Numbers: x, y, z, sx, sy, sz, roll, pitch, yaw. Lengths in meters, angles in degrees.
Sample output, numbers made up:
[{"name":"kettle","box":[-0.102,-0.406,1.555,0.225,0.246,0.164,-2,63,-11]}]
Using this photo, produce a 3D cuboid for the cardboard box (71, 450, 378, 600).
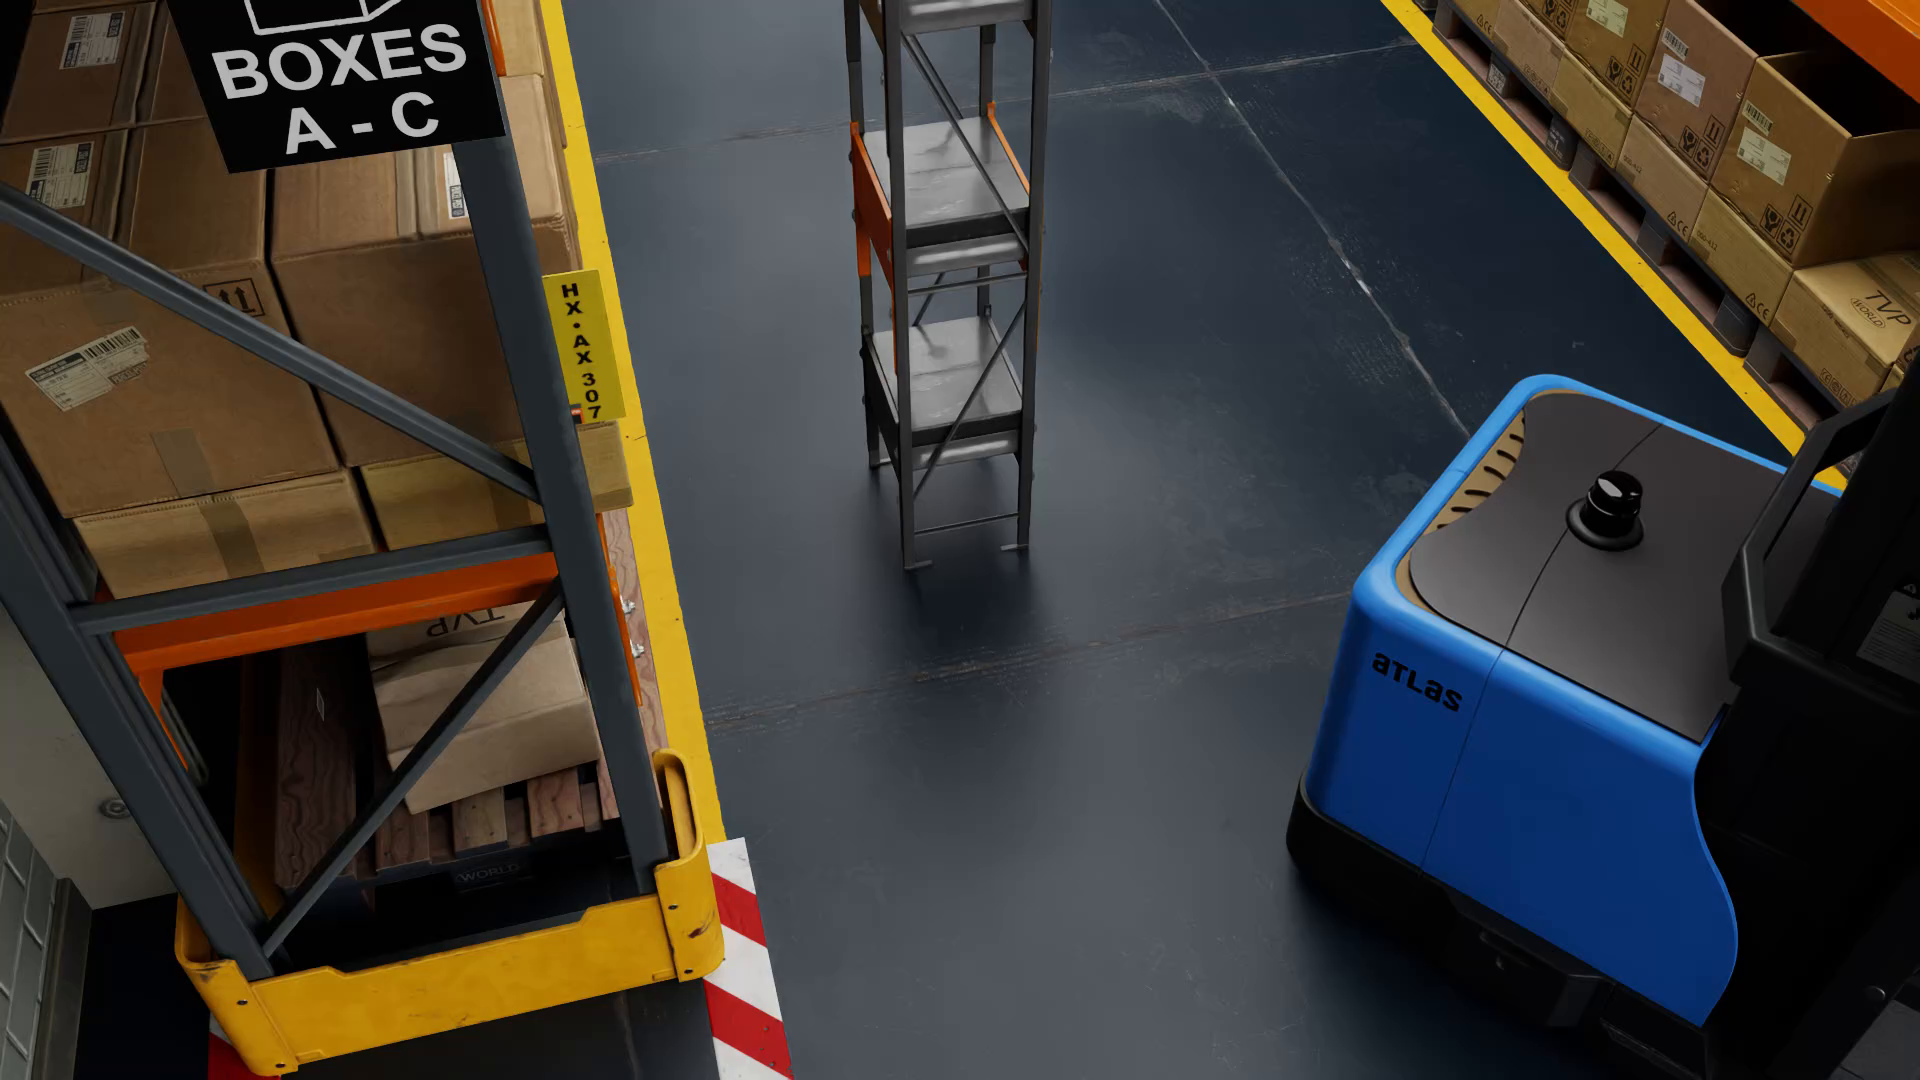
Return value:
[{"name":"cardboard box","box":[-1.480,-0.167,3.404,0.500,0.250,0.500,-10,46,-10]}]

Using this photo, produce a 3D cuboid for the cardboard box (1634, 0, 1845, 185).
[{"name":"cardboard box","box":[2.793,-1.630,5.853,0.500,0.500,0.500,-11,47,-10]}]

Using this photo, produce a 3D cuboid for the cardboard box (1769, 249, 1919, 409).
[{"name":"cardboard box","box":[3.052,-0.677,5.445,0.500,0.250,0.500,-11,47,-10]}]

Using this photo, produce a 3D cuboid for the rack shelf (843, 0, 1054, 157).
[{"name":"rack shelf","box":[-0.042,-1.330,4.122,0.431,0.518,0.480,-11,47,-10]}]

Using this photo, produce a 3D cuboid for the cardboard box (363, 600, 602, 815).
[{"name":"cardboard box","box":[-1.263,0.368,4.364,0.500,0.311,0.500,-16,48,-15]}]

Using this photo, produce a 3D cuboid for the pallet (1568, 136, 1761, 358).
[{"name":"pallet","box":[3.070,-1.219,6.296,1.003,0.211,1.213,-11,47,-10]}]

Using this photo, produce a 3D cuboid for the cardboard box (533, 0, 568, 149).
[{"name":"cardboard box","box":[-1.247,-1.228,3.919,0.500,0.500,0.500,-12,47,-12]}]

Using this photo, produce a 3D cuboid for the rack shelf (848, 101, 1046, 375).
[{"name":"rack shelf","box":[-0.042,-0.840,4.622,0.431,0.518,0.480,-11,47,-10]}]

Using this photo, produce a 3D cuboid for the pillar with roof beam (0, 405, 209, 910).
[{"name":"pillar with roof beam","box":[1.973,-3.137,2.024,9.100,9.000,0.400,-11,47,-10]}]

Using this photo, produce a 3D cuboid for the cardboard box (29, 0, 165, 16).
[{"name":"cardboard box","box":[-1.755,-1.134,3.827,0.500,0.500,0.500,-12,47,-11]}]

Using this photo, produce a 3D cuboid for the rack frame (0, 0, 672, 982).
[{"name":"rack frame","box":[-1.173,0.075,3.076,1.000,3.000,0.127,-11,47,-10]}]

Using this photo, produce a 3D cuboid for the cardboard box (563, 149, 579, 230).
[{"name":"cardboard box","box":[-1.262,-0.983,4.205,0.500,0.250,0.500,-11,47,-11]}]

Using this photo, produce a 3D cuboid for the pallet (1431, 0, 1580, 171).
[{"name":"pallet","box":[2.754,-2.062,7.123,1.003,0.211,1.213,-11,47,-10]}]

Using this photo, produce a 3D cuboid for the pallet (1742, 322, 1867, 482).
[{"name":"pallet","box":[3.379,-0.378,5.472,1.003,0.211,1.213,-11,47,-10]}]

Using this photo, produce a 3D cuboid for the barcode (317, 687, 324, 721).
[{"name":"barcode","box":[-1.654,0.425,4.301,0.001,0.075,0.075,-11,47,-10]}]

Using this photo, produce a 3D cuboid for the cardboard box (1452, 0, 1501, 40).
[{"name":"cardboard box","box":[2.417,-2.404,7.137,0.500,0.250,0.500,-11,47,-10]}]

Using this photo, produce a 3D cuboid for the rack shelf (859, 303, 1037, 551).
[{"name":"rack shelf","box":[-0.042,-0.350,5.122,0.431,0.518,0.480,-11,47,-10]}]

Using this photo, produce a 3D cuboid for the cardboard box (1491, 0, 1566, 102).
[{"name":"cardboard box","box":[2.540,-2.058,6.798,0.500,0.250,0.500,-11,47,-10]}]

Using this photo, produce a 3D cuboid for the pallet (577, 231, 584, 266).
[{"name":"pallet","box":[-1.991,-1.254,6.331,1.003,0.211,1.213,-11,47,-10]}]

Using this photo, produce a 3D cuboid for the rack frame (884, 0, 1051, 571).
[{"name":"rack frame","box":[0.020,-0.681,4.447,0.400,2.100,0.015,-11,47,-10]}]

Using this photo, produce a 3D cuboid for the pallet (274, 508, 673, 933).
[{"name":"pallet","box":[-1.366,0.431,4.680,1.003,0.211,1.213,-11,47,-10]}]

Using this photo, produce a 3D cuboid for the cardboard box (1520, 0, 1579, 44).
[{"name":"cardboard box","box":[2.543,-2.321,6.531,0.500,0.500,0.500,-11,47,-10]}]

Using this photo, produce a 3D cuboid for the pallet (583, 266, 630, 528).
[{"name":"pallet","box":[-1.675,-0.410,5.504,1.003,0.211,1.213,-11,47,-10]}]

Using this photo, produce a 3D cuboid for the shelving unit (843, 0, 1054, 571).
[{"name":"shelving unit","box":[-0.042,-0.849,4.612,0.431,2.100,0.503,-11,47,-10]}]

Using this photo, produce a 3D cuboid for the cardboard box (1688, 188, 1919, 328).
[{"name":"cardboard box","box":[2.923,-1.022,5.783,0.500,0.250,0.500,-11,47,-10]}]

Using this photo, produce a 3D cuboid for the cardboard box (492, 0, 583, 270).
[{"name":"cardboard box","box":[-1.121,-0.870,3.568,0.500,0.500,0.500,-11,47,-10]}]

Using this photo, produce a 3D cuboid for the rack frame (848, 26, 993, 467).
[{"name":"rack frame","box":[-0.105,-1.018,4.777,0.400,2.100,0.015,-11,47,-10]}]

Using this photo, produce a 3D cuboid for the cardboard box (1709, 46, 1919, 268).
[{"name":"cardboard box","box":[2.920,-1.284,5.514,0.500,0.500,0.500,-11,47,-10]}]

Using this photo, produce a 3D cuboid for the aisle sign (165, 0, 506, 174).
[{"name":"aisle sign","box":[-0.864,-0.840,2.153,0.394,0.787,0.004,-11,47,-10]}]

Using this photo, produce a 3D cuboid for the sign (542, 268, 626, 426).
[{"name":"sign","box":[-0.648,-0.328,2.865,0.100,0.325,0.005,-11,47,-10]}]

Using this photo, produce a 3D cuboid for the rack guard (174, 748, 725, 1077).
[{"name":"rack guard","box":[-1.192,0.897,4.021,1.175,0.500,0.348,-11,47,-10]}]

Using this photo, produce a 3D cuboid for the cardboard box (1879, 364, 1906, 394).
[{"name":"cardboard box","box":[3.192,-0.334,5.109,0.500,0.250,0.500,-11,47,-10]}]

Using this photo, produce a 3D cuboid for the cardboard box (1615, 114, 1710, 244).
[{"name":"cardboard box","box":[2.796,-1.368,6.121,0.500,0.250,0.500,-11,47,-10]}]

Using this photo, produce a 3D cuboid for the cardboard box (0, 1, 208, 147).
[{"name":"cardboard box","box":[-1.618,-0.778,3.478,0.500,0.500,0.500,-10,46,-10]}]

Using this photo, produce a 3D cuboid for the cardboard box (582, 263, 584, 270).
[{"name":"cardboard box","box":[-1.137,-0.631,3.859,0.500,0.250,0.500,-12,47,-12]}]

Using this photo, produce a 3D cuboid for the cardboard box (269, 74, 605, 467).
[{"name":"cardboard box","box":[-1.004,-0.527,3.232,0.500,0.500,0.500,-11,47,-10]}]

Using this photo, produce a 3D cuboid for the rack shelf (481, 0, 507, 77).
[{"name":"rack shelf","box":[-1.685,-2.104,3.615,1.077,0.370,4.000,-11,47,-10]}]

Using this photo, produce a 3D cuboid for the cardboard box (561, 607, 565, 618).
[{"name":"cardboard box","box":[-1.409,-0.026,4.750,0.500,0.311,0.500,-7,46,-7]}]

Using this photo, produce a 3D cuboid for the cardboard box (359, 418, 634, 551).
[{"name":"cardboard box","box":[-0.991,-0.275,3.510,0.500,0.250,0.500,-12,47,-11]}]

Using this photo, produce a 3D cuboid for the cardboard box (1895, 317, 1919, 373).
[{"name":"cardboard box","box":[3.190,-0.596,4.840,0.500,0.500,0.500,-11,47,-10]}]

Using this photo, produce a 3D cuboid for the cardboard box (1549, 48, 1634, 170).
[{"name":"cardboard box","box":[2.663,-1.712,6.459,0.500,0.250,0.500,-11,47,-10]}]

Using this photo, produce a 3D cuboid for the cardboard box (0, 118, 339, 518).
[{"name":"cardboard box","box":[-1.499,-0.429,3.136,0.500,0.500,0.500,-11,47,-11]}]

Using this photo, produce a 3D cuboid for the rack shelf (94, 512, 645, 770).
[{"name":"rack shelf","box":[-1.685,-1.054,4.687,1.077,0.370,4.000,-11,47,-10]}]

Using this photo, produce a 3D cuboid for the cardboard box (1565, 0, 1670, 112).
[{"name":"cardboard box","box":[2.663,-1.974,6.191,0.500,0.500,0.500,-11,47,-10]}]

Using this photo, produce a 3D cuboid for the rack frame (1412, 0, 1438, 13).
[{"name":"rack frame","box":[2.591,-3.595,6.673,1.000,3.000,0.127,-11,47,-10]}]

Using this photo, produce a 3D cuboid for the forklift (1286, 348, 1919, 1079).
[{"name":"forklift","box":[2.336,0.196,3.006,3.031,2.935,1.130,29,52,25]}]
